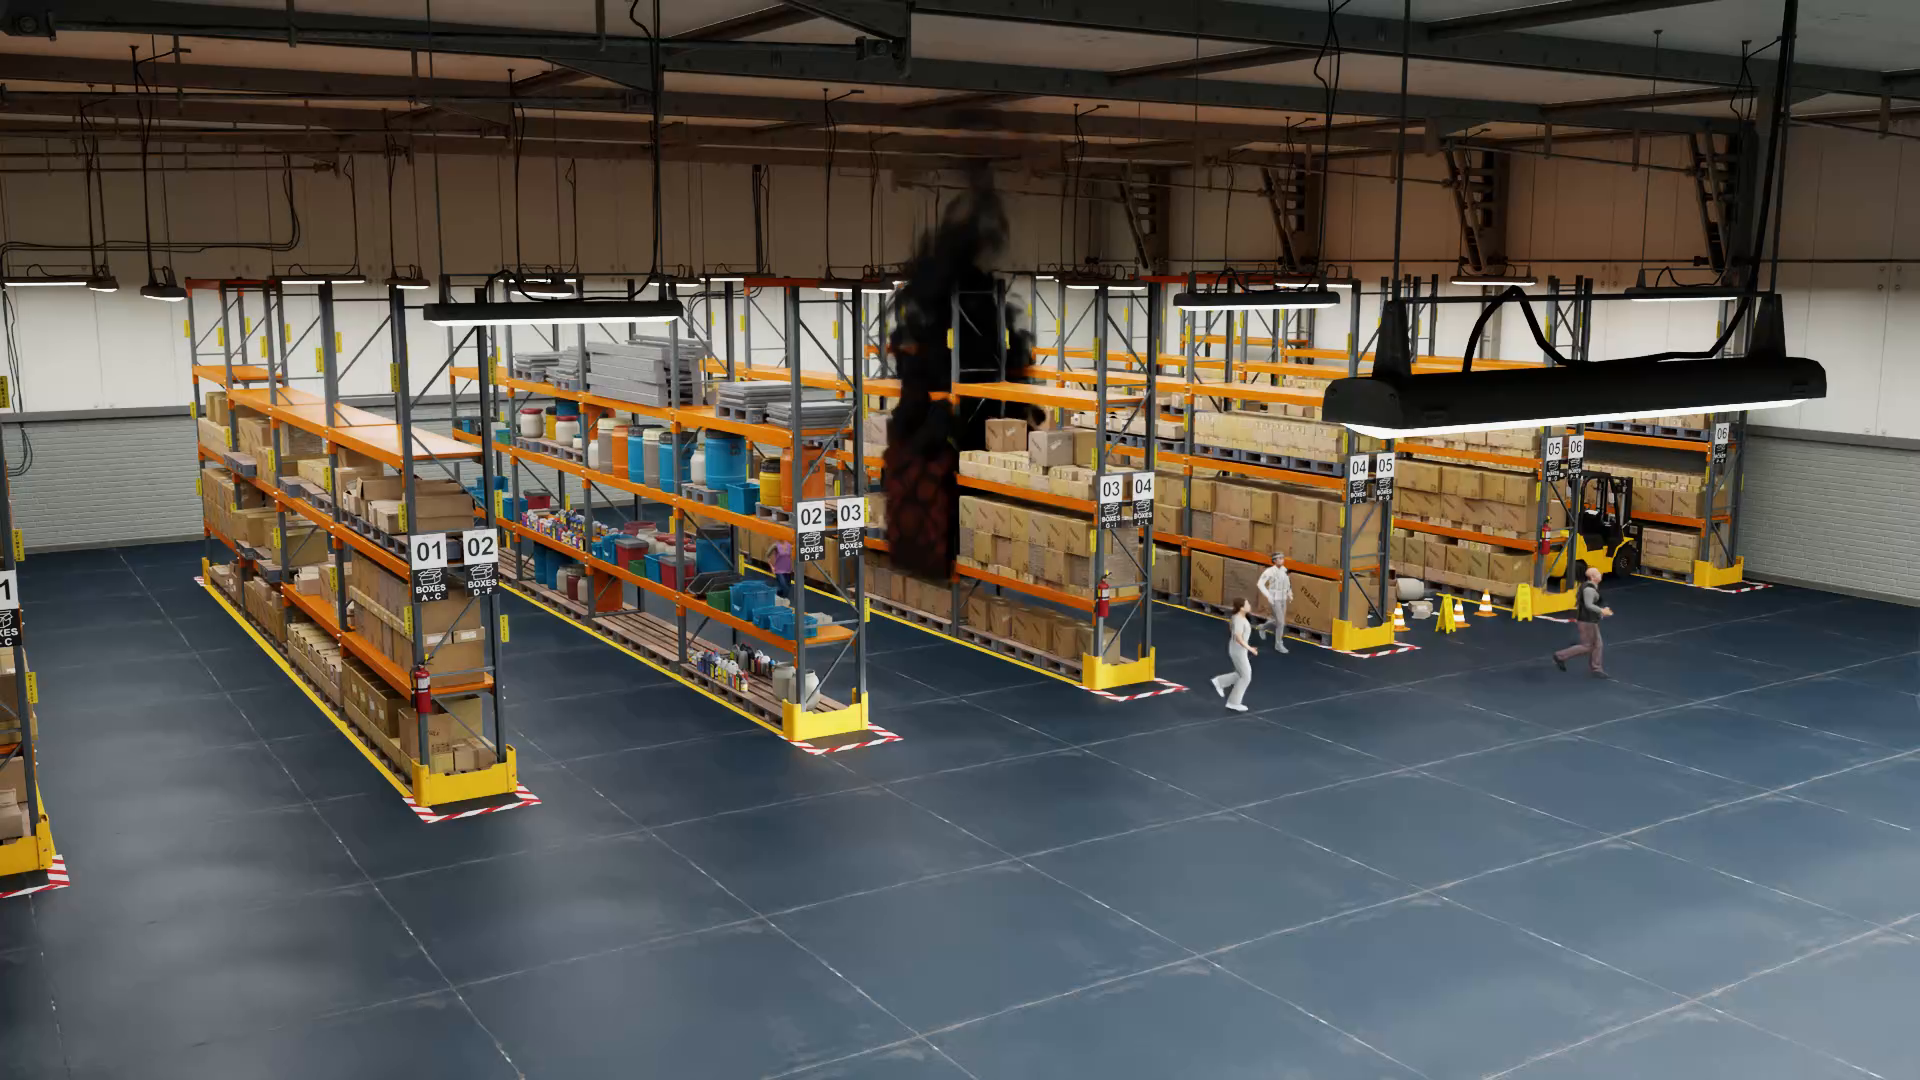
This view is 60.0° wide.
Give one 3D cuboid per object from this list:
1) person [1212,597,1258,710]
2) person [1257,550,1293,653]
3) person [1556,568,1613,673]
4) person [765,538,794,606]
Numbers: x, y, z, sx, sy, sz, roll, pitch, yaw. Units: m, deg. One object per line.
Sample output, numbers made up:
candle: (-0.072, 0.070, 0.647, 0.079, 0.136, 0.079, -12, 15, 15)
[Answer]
person: (3.910, 1.605, 23.650, 0.633, 1.644, 0.584, 1, 10, 6)
person: (5.138, 0.973, 27.260, 0.636, 1.675, 0.735, -7, 12, -35)
person: (9.540, 1.223, 25.415, 0.786, 1.645, 0.670, 3, 10, 16)
person: (-3.202, 0.580, 29.738, 0.518, 1.575, 0.804, -8, 12, -39)
